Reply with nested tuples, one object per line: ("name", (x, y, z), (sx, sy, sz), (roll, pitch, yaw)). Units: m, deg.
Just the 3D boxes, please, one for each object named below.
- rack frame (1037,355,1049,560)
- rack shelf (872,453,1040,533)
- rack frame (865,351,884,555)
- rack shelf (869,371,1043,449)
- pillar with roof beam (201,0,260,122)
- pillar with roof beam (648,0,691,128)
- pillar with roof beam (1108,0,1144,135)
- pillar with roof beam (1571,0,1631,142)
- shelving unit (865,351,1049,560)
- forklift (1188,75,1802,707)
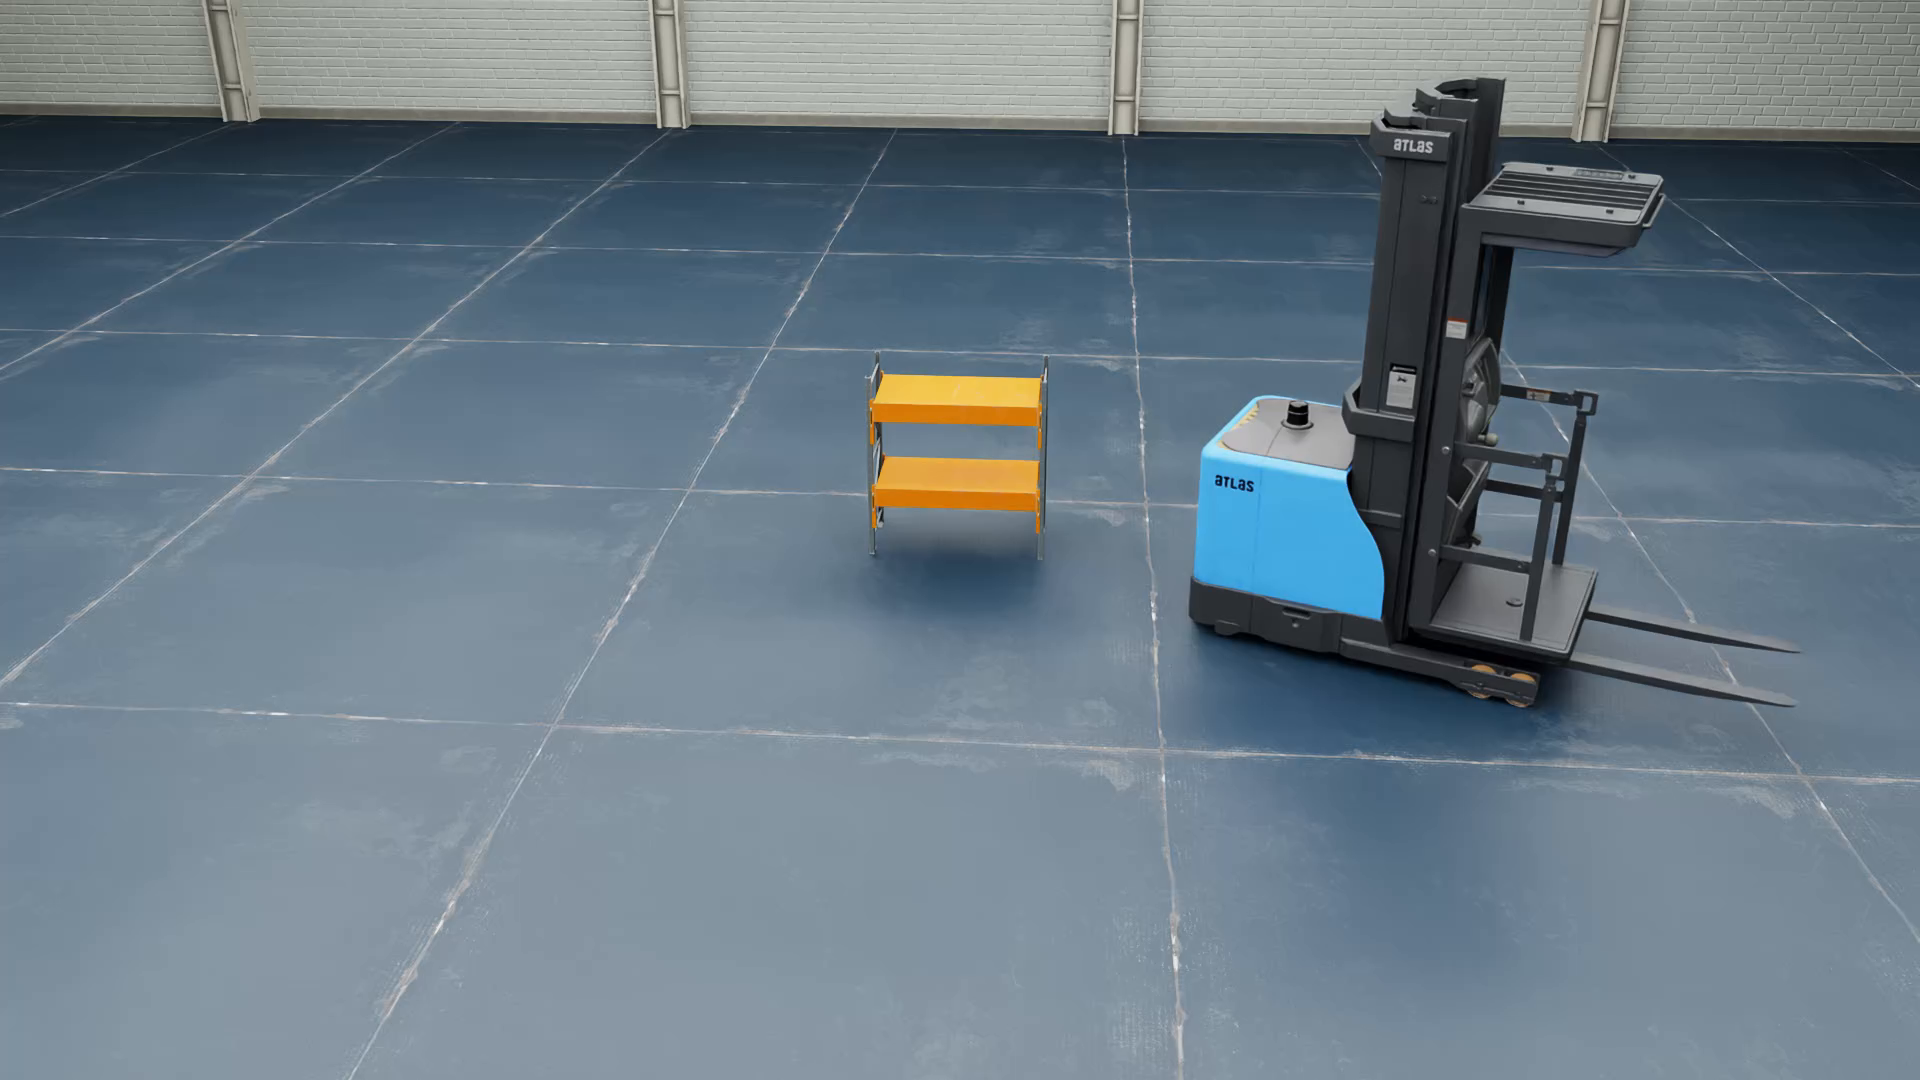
("rack frame", (0.500, -0.495, 9.980), (0.032, 1.125, 0.500), (2, 25, 4))
("rack shelf", (-0.007, -0.289, 10.118), (1.000, 0.278, 0.538), (2, 25, 4))
("rack frame", (-0.514, -0.527, 10.051), (0.032, 1.125, 0.500), (2, 25, 4))
("rack shelf", (-0.007, -0.777, 9.893), (1.000, 0.278, 0.538), (2, 25, 4))
("pillar with roof beam", (-10.146, -8.045, 16.969), (0.400, 9.000, 9.100), (2, 25, 4))
("pillar with roof beam", (-4.164, -7.853, 16.551), (0.400, 9.000, 9.100), (2, 25, 4))
("pillar with roof beam", (1.819, -7.661, 16.134), (0.400, 9.000, 9.100), (2, 25, 4))
("pillar with roof beam", (7.801, -7.469, 15.717), (0.400, 9.000, 9.100), (2, 25, 4))
("shelving unit", (-0.007, -0.511, 10.015), (1.048, 1.125, 0.538), (2, 25, 4))
("forklift", (2.812, -0.741, 8.354), (3.031, 2.935, 1.130), (12, 27, 24))
